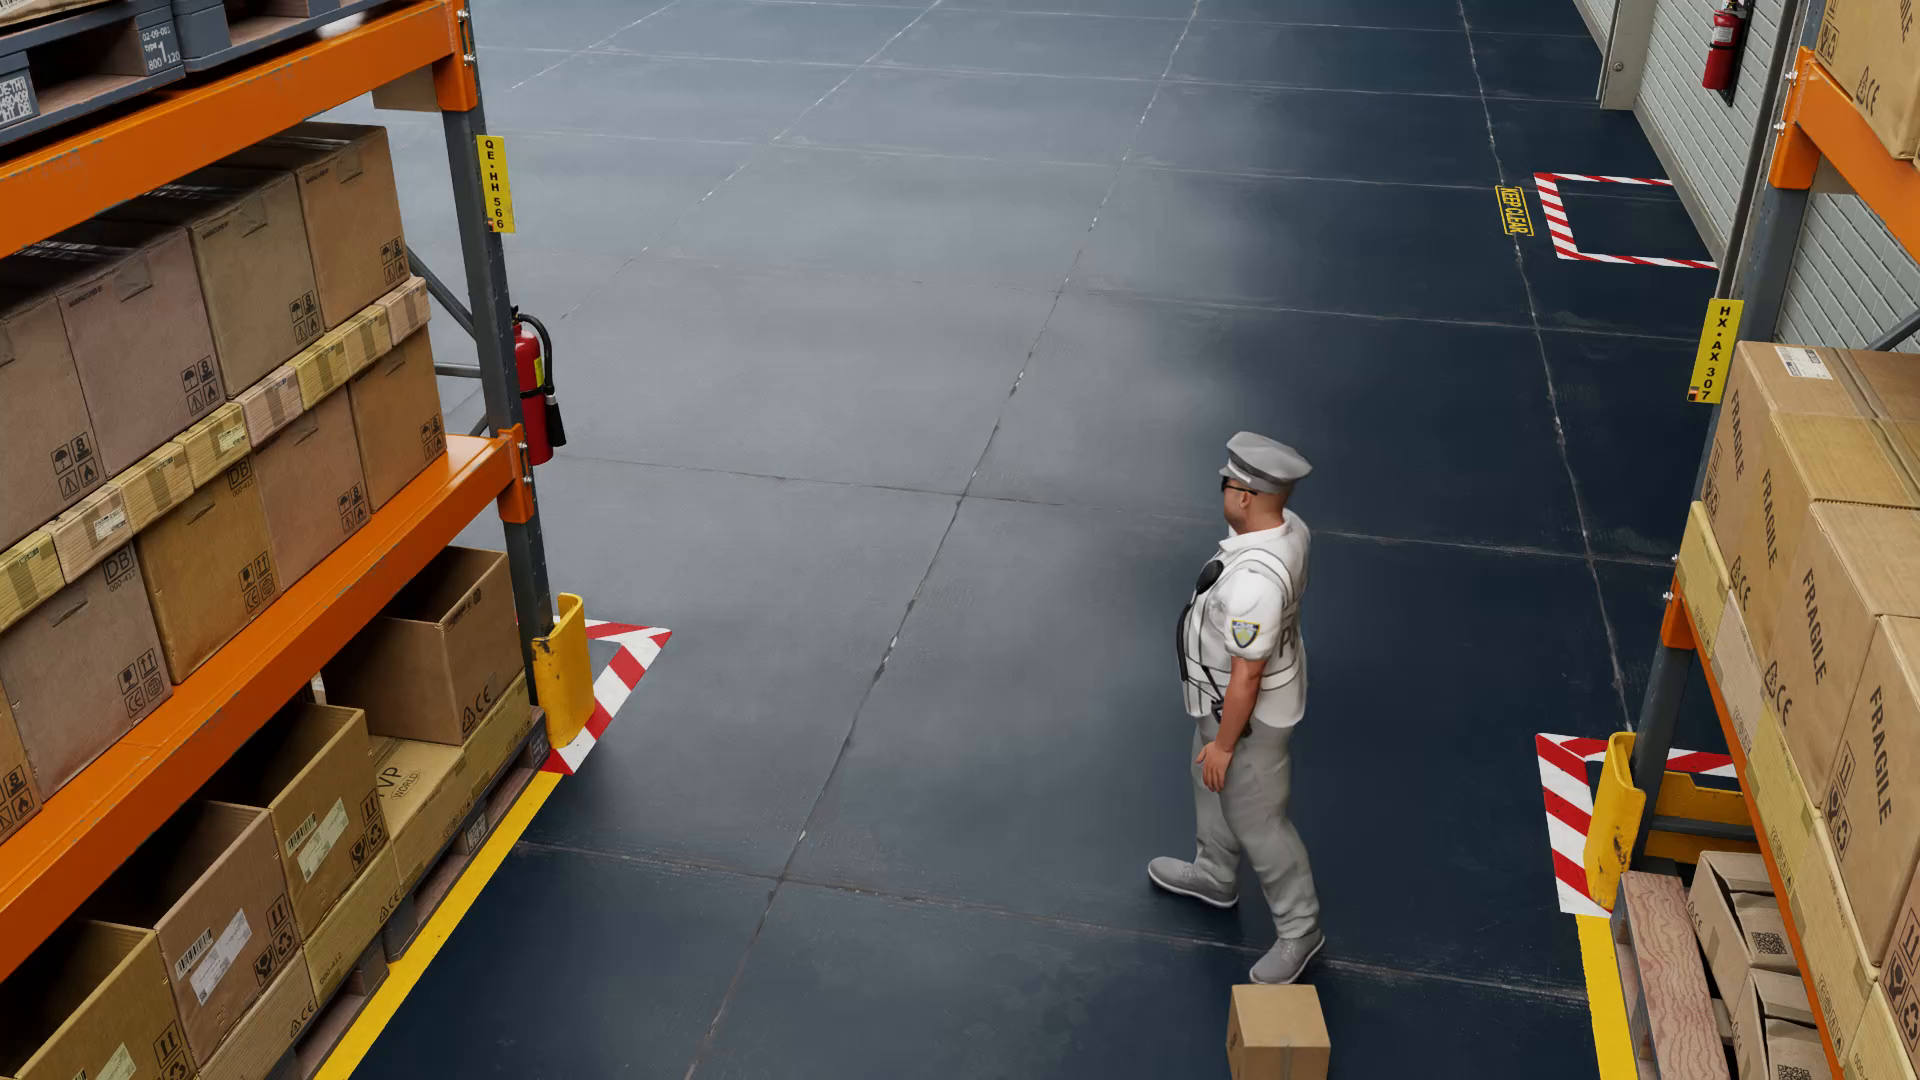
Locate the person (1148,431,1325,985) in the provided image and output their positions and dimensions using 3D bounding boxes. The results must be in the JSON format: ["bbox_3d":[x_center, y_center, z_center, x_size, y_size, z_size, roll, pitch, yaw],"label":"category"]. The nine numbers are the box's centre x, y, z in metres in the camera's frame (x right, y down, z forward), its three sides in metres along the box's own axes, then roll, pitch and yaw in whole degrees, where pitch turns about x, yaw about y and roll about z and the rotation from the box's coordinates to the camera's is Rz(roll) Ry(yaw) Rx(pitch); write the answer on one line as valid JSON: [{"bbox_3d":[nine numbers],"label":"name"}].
[{"bbox_3d":[0.917,0.502,5.188,0.623,1.742,0.703,8,30,14],"label":"person"}]
